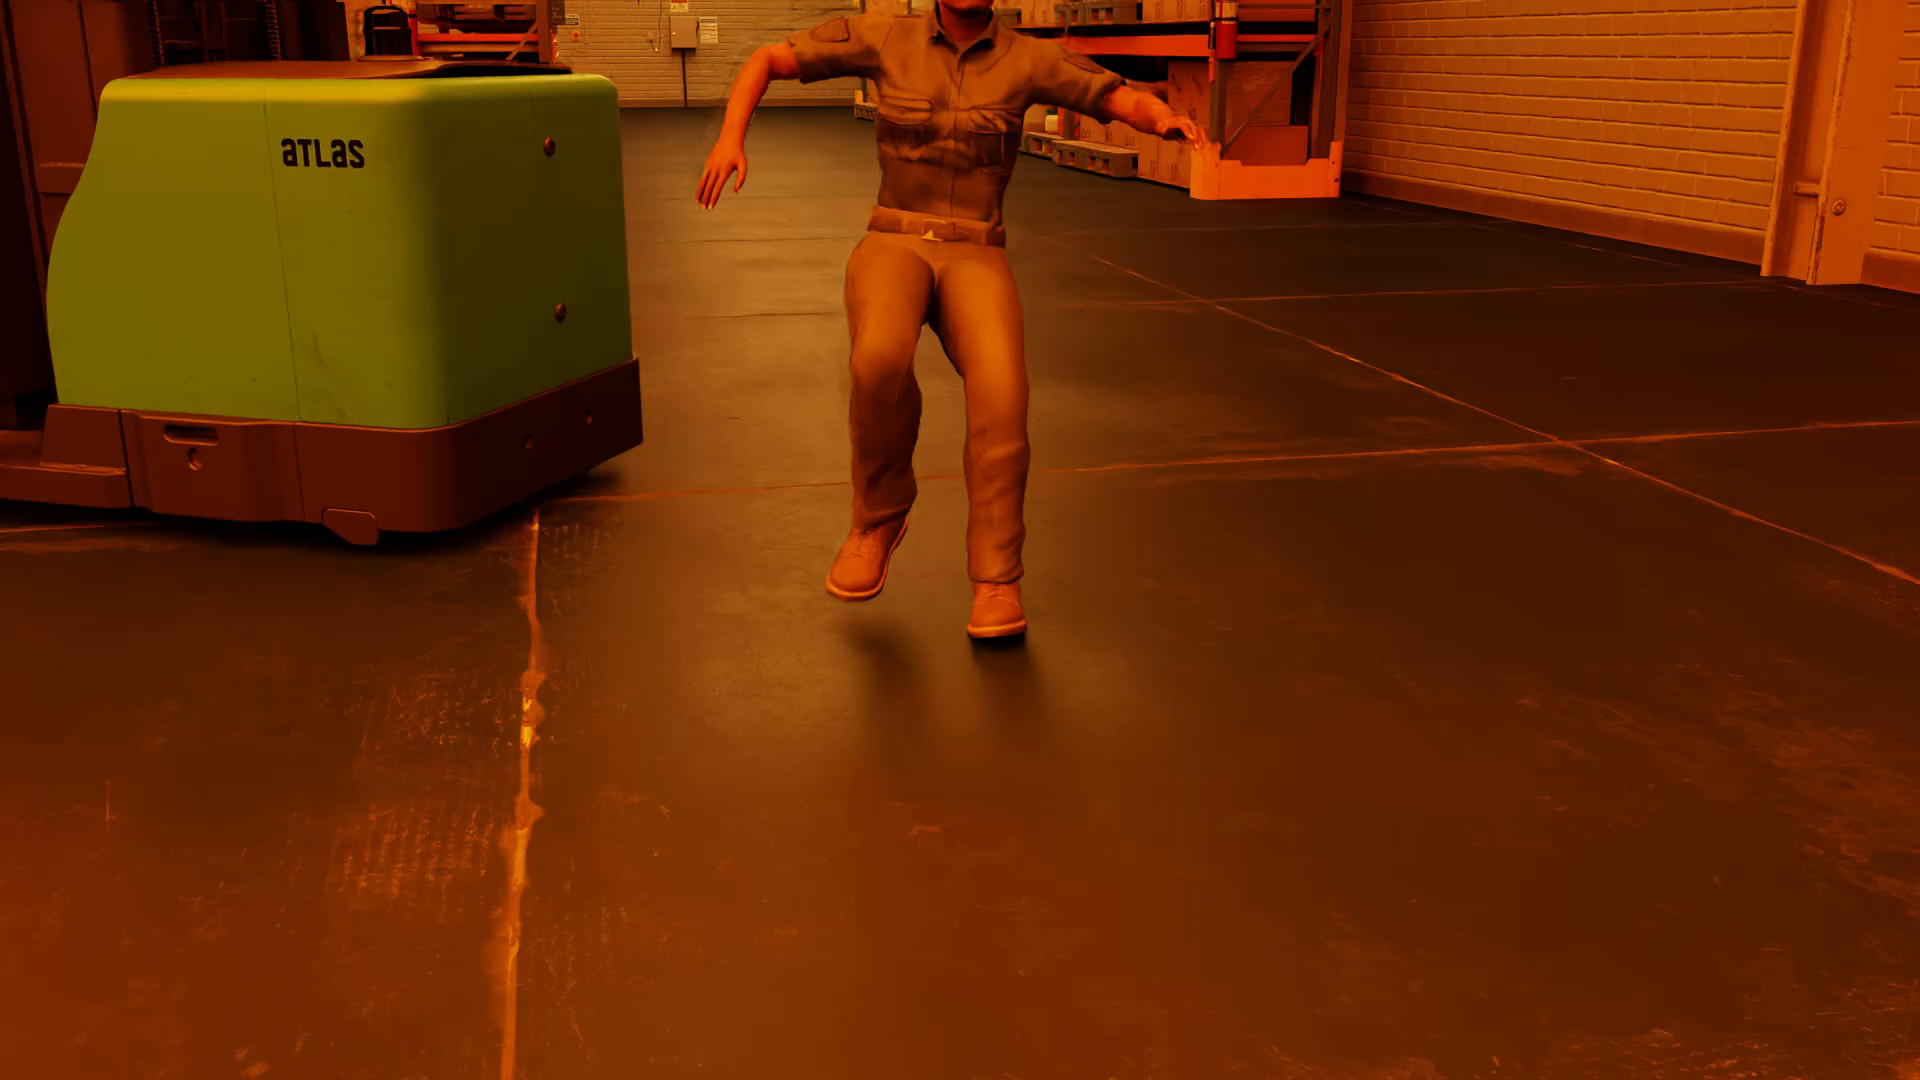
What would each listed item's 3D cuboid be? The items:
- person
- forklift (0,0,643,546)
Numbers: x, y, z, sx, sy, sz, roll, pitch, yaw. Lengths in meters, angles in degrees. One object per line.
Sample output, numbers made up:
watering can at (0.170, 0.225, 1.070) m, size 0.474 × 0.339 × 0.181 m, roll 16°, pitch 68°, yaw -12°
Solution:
person at (-0.043, -0.575, 3.434) m, size 0.984 × 1.420 × 0.804 m, roll -3°, pitch 17°, yaw -9°
forklift at (-2.470, -1.612, 4.295) m, size 3.031 × 2.935 × 1.130 m, roll 5°, pitch 17°, yaw 16°
